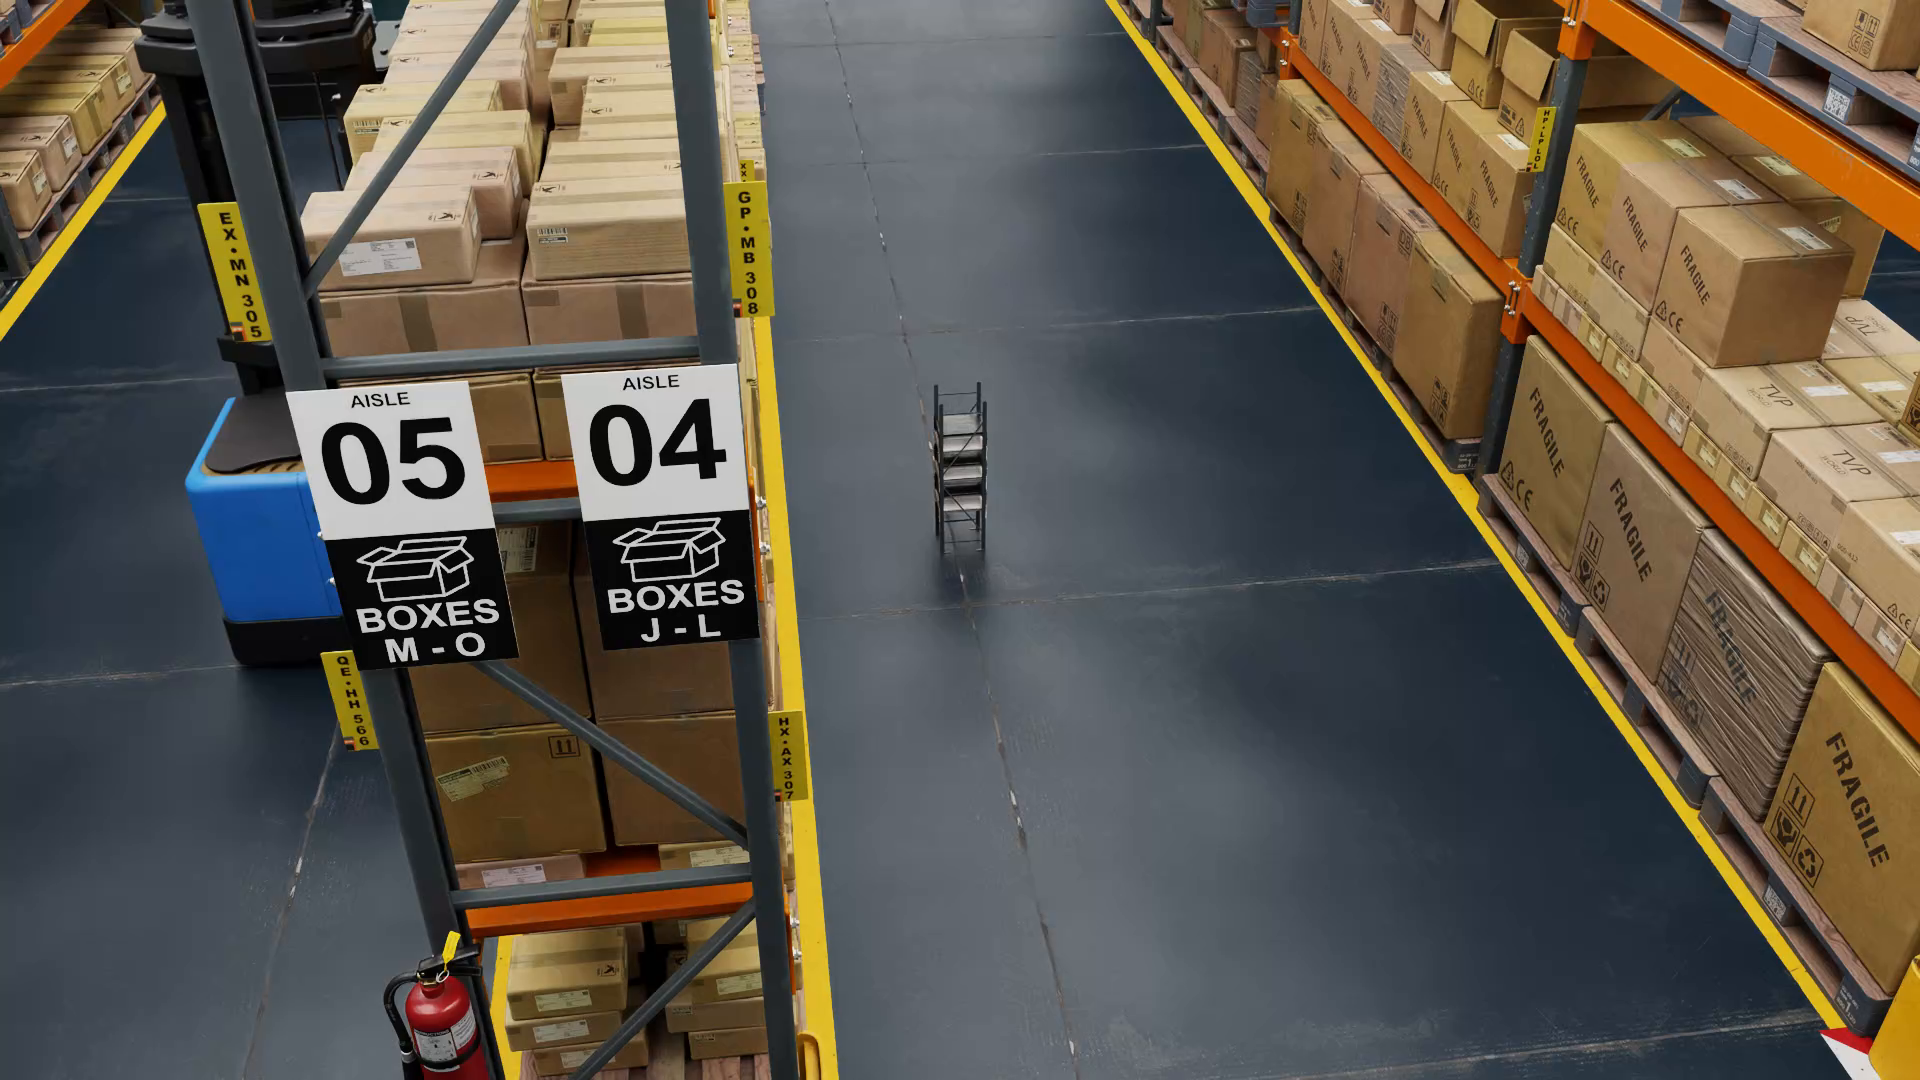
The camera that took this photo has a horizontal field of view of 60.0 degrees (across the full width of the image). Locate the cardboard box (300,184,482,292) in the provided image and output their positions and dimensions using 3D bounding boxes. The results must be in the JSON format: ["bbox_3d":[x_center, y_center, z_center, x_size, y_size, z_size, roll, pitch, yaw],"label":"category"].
[{"bbox_3d":[-1.348,-0.717,3.939,0.380,0.149,0.250,-5,35,-7],"label":"cardboard box"}]

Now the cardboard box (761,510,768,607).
[{"bbox_3d":[-0.950,-0.012,5.879,0.500,0.500,0.500,-4,34,-6],"label":"cardboard box"}]

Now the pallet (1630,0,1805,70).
[{"bbox_3d":[3.478,-2.302,7.008,1.003,0.211,1.213,-4,35,-6],"label":"pallet"}]

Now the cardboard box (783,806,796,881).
[{"bbox_3d":[-0.809,1.141,6.172,0.380,0.149,0.250,-4,35,-7],"label":"cardboard box"}]

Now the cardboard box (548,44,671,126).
[{"bbox_3d":[-0.982,-1.324,4.829,0.380,0.149,0.250,-3,34,-5],"label":"cardboard box"}]

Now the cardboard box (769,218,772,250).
[{"bbox_3d":[-1.147,-1.561,8.356,0.380,0.149,0.250,-6,35,-9],"label":"cardboard box"}]

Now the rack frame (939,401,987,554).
[{"bbox_3d":[0.015,-0.311,8.535,0.240,0.900,0.006,-4,35,-6],"label":"rack frame"}]

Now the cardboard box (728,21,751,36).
[{"bbox_3d":[-1.435,-2.976,9.903,0.380,0.149,0.250,-4,35,-6],"label":"cardboard box"}]

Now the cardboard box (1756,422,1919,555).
[{"bbox_3d":[3.452,-0.203,6.381,0.500,0.250,0.500,-5,35,-8],"label":"cardboard box"}]

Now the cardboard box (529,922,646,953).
[{"bbox_3d":[-1.312,1.333,5.889,0.380,0.149,0.250,-4,34,-5],"label":"cardboard box"}]

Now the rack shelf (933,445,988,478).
[{"bbox_3d":[0.001,-0.414,8.587,0.258,0.077,0.200,-4,35,-6],"label":"rack shelf"}]

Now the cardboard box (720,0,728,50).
[{"bbox_3d":[-1.217,-2.161,6.856,0.500,0.250,0.500,-4,34,-5],"label":"cardboard box"}]

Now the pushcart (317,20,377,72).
[{"bbox_3d":[-5.265,-4.387,14.981,1.648,0.377,0.936,-16,38,-23],"label":"pushcart"}]

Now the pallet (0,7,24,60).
[{"bbox_3d":[-7.181,-3.348,11.298,1.213,0.211,1.003,-4,35,-6],"label":"pallet"}]

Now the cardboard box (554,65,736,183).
[{"bbox_3d":[-0.941,-1.228,5.042,0.500,0.250,0.500,-4,34,-6],"label":"cardboard box"}]

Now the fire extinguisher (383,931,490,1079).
[{"bbox_3d":[-1.436,1.357,4.624,0.296,0.674,0.183,-4,35,-6],"label":"fire extinguisher"}]

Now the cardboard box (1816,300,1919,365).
[{"bbox_3d":[3.838,-0.817,7.283,0.500,0.250,0.500,-4,34,-5],"label":"cardboard box"}]

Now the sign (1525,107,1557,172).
[{"bbox_3d":[2.842,-1.955,8.127,0.100,0.325,0.005,-4,35,-6],"label":"sign"}]

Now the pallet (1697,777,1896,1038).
[{"bbox_3d":[3.731,1.388,6.655,1.003,0.211,1.213,-4,35,-6],"label":"pallet"}]

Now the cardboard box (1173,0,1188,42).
[{"bbox_3d":[2.364,-4.825,15.124,0.700,0.500,0.500,-7,35,-10],"label":"cardboard box"}]

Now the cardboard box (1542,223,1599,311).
[{"bbox_3d":[3.182,-1.335,8.043,0.500,0.250,0.500,-5,35,-7],"label":"cardboard box"}]

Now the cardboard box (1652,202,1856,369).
[{"bbox_3d":[3.322,-1.075,6.996,0.500,0.500,0.500,-5,35,-8],"label":"cardboard box"}]

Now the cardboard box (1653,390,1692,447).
[{"bbox_3d":[3.263,-0.539,7.229,0.380,0.149,0.250,-4,34,-6],"label":"cardboard box"}]

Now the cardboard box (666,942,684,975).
[{"bbox_3d":[-0.882,1.543,6.109,0.380,0.149,0.250,-5,35,-7],"label":"cardboard box"}]

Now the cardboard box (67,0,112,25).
[{"bbox_3d":[-7.863,-4.927,14.848,0.500,0.500,0.500,-5,35,-7],"label":"cardboard box"}]

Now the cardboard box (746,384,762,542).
[{"bbox_3d":[-0.884,-0.134,5.171,0.500,0.500,0.500,-3,34,-5],"label":"cardboard box"}]

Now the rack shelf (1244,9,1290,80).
[{"bbox_3d":[2.571,-4.607,13.614,1.077,0.370,4.000,-4,35,-6],"label":"rack shelf"}]

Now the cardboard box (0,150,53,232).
[{"bbox_3d":[-7.046,-2.442,11.758,0.950,0.372,0.625,-7,35,-10],"label":"cardboard box"}]

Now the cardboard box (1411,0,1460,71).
[{"bbox_3d":[3.104,-3.097,9.781,0.797,0.503,0.637,-3,34,-5],"label":"cardboard box"}]

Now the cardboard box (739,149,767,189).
[{"bbox_3d":[-1.147,-1.807,8.189,0.380,0.149,0.250,-3,34,-4],"label":"cardboard box"}]

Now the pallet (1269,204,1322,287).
[{"bbox_3d":[2.872,-2.190,11.905,1.003,0.211,1.213,-4,35,-6],"label":"pallet"}]

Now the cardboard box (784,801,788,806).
[{"bbox_3d":[-0.857,1.127,6.456,0.380,0.149,0.250,-3,34,-5],"label":"cardboard box"}]

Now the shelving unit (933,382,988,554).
[{"bbox_3d":[0.001,-0.367,8.619,0.258,0.900,0.210,-4,35,-6],"label":"shelving unit"}]

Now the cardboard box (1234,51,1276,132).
[{"bbox_3d":[2.643,-3.618,13.353,0.700,0.500,0.500,-7,35,-10],"label":"cardboard box"}]

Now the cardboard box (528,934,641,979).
[{"bbox_3d":[-1.348,1.454,5.976,0.380,0.149,0.250,-5,35,-7],"label":"cardboard box"}]

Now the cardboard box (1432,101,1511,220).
[{"bbox_3d":[2.985,-2.115,9.229,0.500,0.500,0.500,-3,34,-5],"label":"cardboard box"}]

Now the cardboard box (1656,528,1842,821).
[{"bbox_3d":[3.628,0.521,6.964,0.875,0.875,0.875,-4,35,-6],"label":"cardboard box"}]

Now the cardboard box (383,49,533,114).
[{"bbox_3d":[-1.437,-1.290,4.780,0.380,0.149,0.250,-5,35,-7],"label":"cardboard box"}]

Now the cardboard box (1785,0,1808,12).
[{"bbox_3d":[3.611,-2.319,6.404,0.700,0.500,0.500,-3,34,-4],"label":"cardboard box"}]

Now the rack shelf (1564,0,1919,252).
[{"bbox_3d":[3.647,-1.382,6.219,1.077,0.370,4.000,-4,35,-6],"label":"rack shelf"}]

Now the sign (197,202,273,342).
[{"bbox_3d":[-1.565,-0.579,3.615,0.100,0.325,0.005,-4,35,-6],"label":"sign"}]

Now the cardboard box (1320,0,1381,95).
[{"bbox_3d":[2.708,-3.250,10.896,0.500,0.500,0.500,-5,35,-8],"label":"cardboard box"}]

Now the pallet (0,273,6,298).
[{"bbox_3d":[-6.948,-1.440,10.804,1.003,0.211,1.213,-4,35,-6],"label":"pallet"}]

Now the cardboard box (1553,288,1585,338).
[{"bbox_3d":[3.124,-1.116,8.075,0.380,0.149,0.250,-5,35,-8],"label":"cardboard box"}]

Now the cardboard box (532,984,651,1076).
[{"bbox_3d":[-1.290,1.722,5.847,0.380,0.149,0.250,-4,34,-6],"label":"cardboard box"}]

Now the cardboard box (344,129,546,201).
[{"bbox_3d":[-1.396,-0.912,4.579,0.500,0.250,0.500,-5,35,-8],"label":"cardboard box"}]

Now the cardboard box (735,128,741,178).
[{"bbox_3d":[-1.219,-1.573,7.282,0.500,0.500,0.500,-6,35,-8],"label":"cardboard box"}]

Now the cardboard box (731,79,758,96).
[{"bbox_3d":[-1.289,-2.388,9.041,0.380,0.149,0.250,-5,35,-7],"label":"cardboard box"}]

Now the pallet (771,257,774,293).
[{"bbox_3d":[-1.509,-1.595,8.726,1.003,0.211,1.213,-4,35,-6],"label":"pallet"}]

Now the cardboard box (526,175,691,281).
[{"bbox_3d":[-0.830,-0.752,3.990,0.380,0.149,0.250,-5,35,-7],"label":"cardboard box"}]

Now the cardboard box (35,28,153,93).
[{"bbox_3d":[-7.445,-4.065,14.141,0.950,0.372,0.625,-4,34,-6],"label":"cardboard box"}]

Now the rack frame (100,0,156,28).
[{"bbox_3d":[-7.518,-5.270,13.948,1.000,3.000,0.127,-4,35,-6],"label":"rack frame"}]

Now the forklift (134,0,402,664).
[{"bbox_3d":[-3.101,-1.438,8.386,1.130,2.935,3.031,-3,34,-5],"label":"forklift"}]

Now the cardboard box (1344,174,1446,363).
[{"bbox_3d":[3.151,-1.706,10.232,1.225,0.875,0.875,-6,35,-8],"label":"cardboard box"}]

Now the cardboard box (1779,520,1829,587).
[{"bbox_3d":[3.403,0.036,6.385,0.380,0.149,0.250,-5,35,-7],"label":"cardboard box"}]
